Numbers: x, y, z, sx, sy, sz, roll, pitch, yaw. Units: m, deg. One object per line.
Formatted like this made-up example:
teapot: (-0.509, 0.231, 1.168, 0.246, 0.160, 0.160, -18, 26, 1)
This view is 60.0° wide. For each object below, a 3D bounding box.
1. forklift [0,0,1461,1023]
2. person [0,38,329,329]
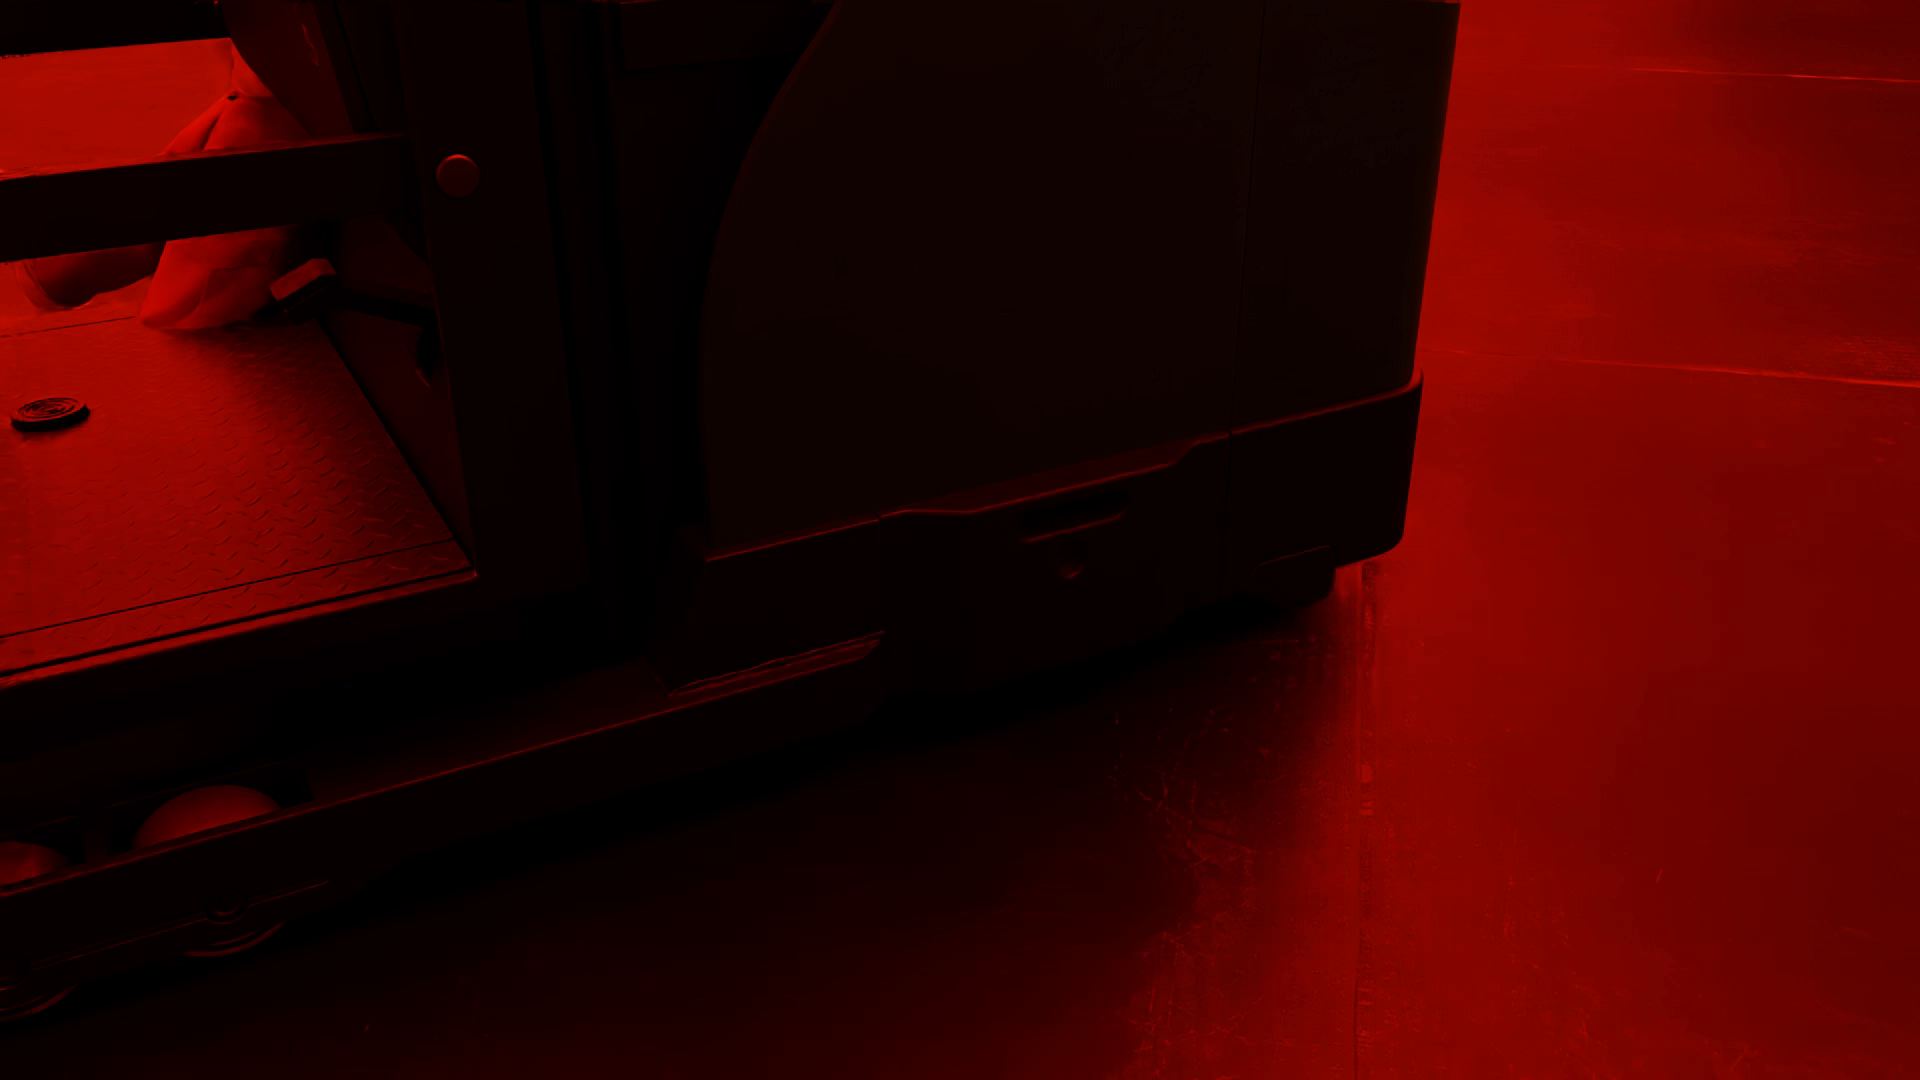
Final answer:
forklift: (-0.910, -1.121, 1.468, 3.031, 2.935, 1.130, -14, 30, -26)
person: (-1.207, -0.691, 2.371, 1.158, 1.307, 0.925, 2, 27, 4)
